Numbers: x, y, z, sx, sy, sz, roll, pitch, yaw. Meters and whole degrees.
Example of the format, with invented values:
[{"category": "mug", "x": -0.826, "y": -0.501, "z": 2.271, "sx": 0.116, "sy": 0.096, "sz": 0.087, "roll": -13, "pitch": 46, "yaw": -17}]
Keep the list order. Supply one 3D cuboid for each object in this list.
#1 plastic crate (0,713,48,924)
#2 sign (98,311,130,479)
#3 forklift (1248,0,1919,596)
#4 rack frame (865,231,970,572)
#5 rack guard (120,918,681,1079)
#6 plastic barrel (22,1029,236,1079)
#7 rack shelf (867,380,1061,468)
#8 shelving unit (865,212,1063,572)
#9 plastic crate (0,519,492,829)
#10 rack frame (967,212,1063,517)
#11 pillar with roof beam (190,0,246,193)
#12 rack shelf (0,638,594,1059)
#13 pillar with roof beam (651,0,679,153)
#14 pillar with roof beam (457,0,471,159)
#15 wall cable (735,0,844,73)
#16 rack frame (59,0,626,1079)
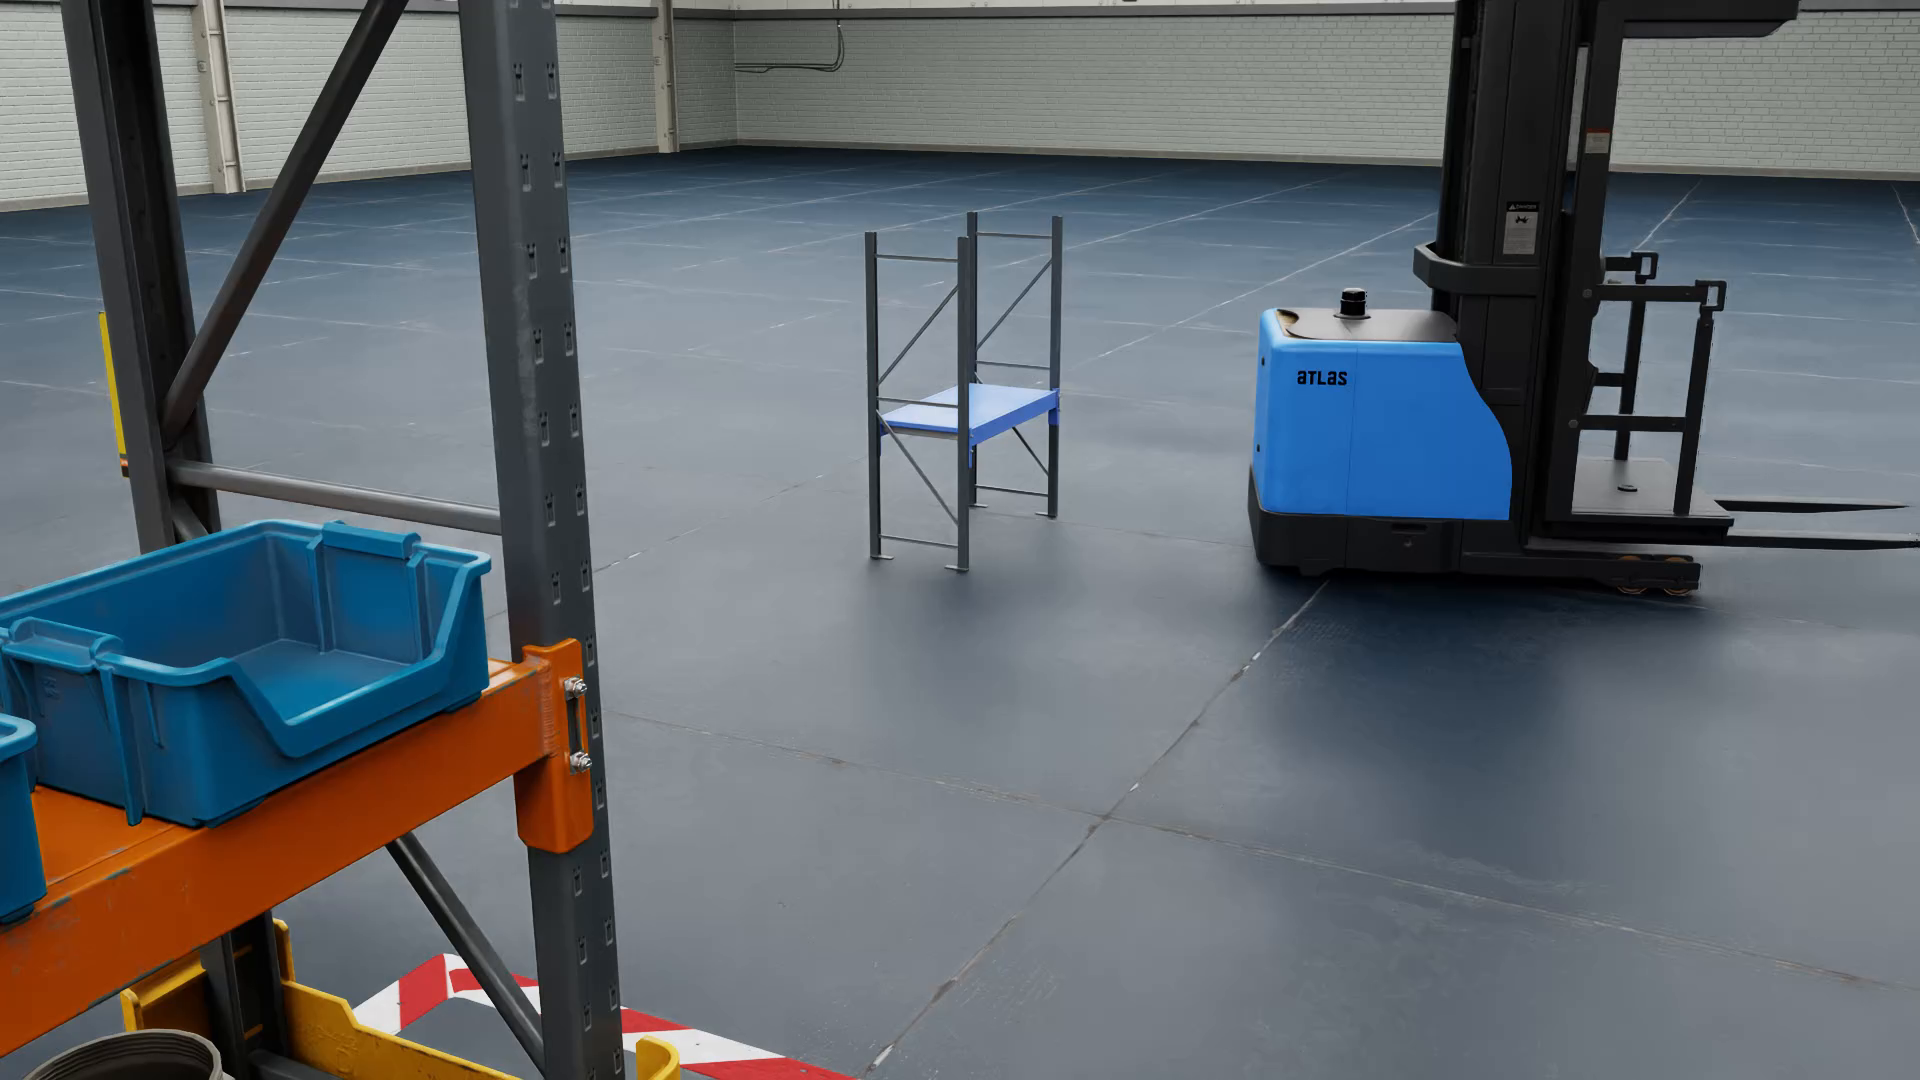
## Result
[{"category": "plastic crate", "x": -1.353, "y": 0.333, "z": 1.896, "sx": 0.499, "sy": 0.251, "sz": 0.408, "roll": 8, "pitch": 18, "yaw": 25}, {"category": "sign", "x": -1.592, "y": -0.272, "z": 3.187, "sx": 0.100, "sy": 0.325, "sz": 0.005, "roll": 8, "pitch": 18, "yaw": 25}, {"category": "forklift", "x": 2.891, "y": -1.322, "z": 7.328, "sx": 3.031, "sy": 2.935, "sz": 1.130, "roll": 2, "pitch": 17, "yaw": 6}, {"category": "rack frame", "x": -0.189, "y": -0.611, "z": 7.448, "sx": 0.500, "sy": 1.500, "sz": 0.032, "roll": 8, "pitch": 18, "yaw": 25}, {"category": "rack guard", "x": -1.094, "y": 1.155, "z": 3.258, "sx": 1.175, "sy": 0.500, "sz": 0.348, "roll": 8, "pitch": 18, "yaw": 25}, {"category": "plastic barrel", "x": -1.328, "y": 1.100, "z": 2.684, "sx": 0.421, "sy": 0.512, "sz": 0.421, "roll": 0, "pitch": 17, "yaw": 0}, {"category": "rack shelf", "x": 0.038, "y": -0.568, "z": 7.935, "sx": 0.538, "sy": 0.185, "sz": 1.000, "roll": 8, "pitch": 18, "yaw": 25}, {"category": "shelving unit", "x": 0.038, "y": -0.741, "z": 7.884, "sx": 0.538, "sy": 1.500, "sz": 1.048, "roll": 8, "pitch": 18, "yaw": 25}, {"category": "plastic crate", "x": -1.058, "y": 0.168, "z": 2.451, "sx": 0.499, "sy": 0.251, "sz": 0.616, "roll": 8, "pitch": 18, "yaw": 25}, {"category": "rack frame", "x": 0.265, "y": -0.870, "z": 8.320, "sx": 0.500, "sy": 1.500, "sz": 0.032, "roll": 8, "pitch": 18, "yaw": 25}, {"category": "pillar with roof beam", "x": -8.064, "y": -9.440, "z": 24.004, "sx": 9.100, "sy": 9.000, "sz": 0.400, "roll": 8, "pitch": 18, "yaw": 25}, {"category": "rack shelf", "x": -1.996, "y": 0.786, "z": 1.374, "sx": 1.077, "sy": 0.370, "sz": 4.000, "roll": 8, "pitch": 18, "yaw": 25}, {"category": "pillar with roof beam", "x": -2.702, "y": -12.497, "z": 34.295, "sx": 9.100, "sy": 9.000, "sz": 0.400, "roll": 8, "pitch": 18, "yaw": 25}, {"category": "pillar with roof beam", "x": -5.383, "y": -10.969, "z": 29.149, "sx": 9.100, "sy": 9.000, "sz": 0.400, "roll": 8, "pitch": 18, "yaw": 25}, {"category": "wall cable", "x": -4.054, "y": -12.138, "z": 38.541, "sx": 3.097, "sy": 2.526, "sz": 0.112, "roll": 8, "pitch": 18, "yaw": 25}, {"category": "rack frame", "x": -1.105, "y": -0.069, "z": 2.988, "sx": 0.949, "sy": 2.616, "sz": 0.053, "roll": 8, "pitch": 18, "yaw": 25}]
